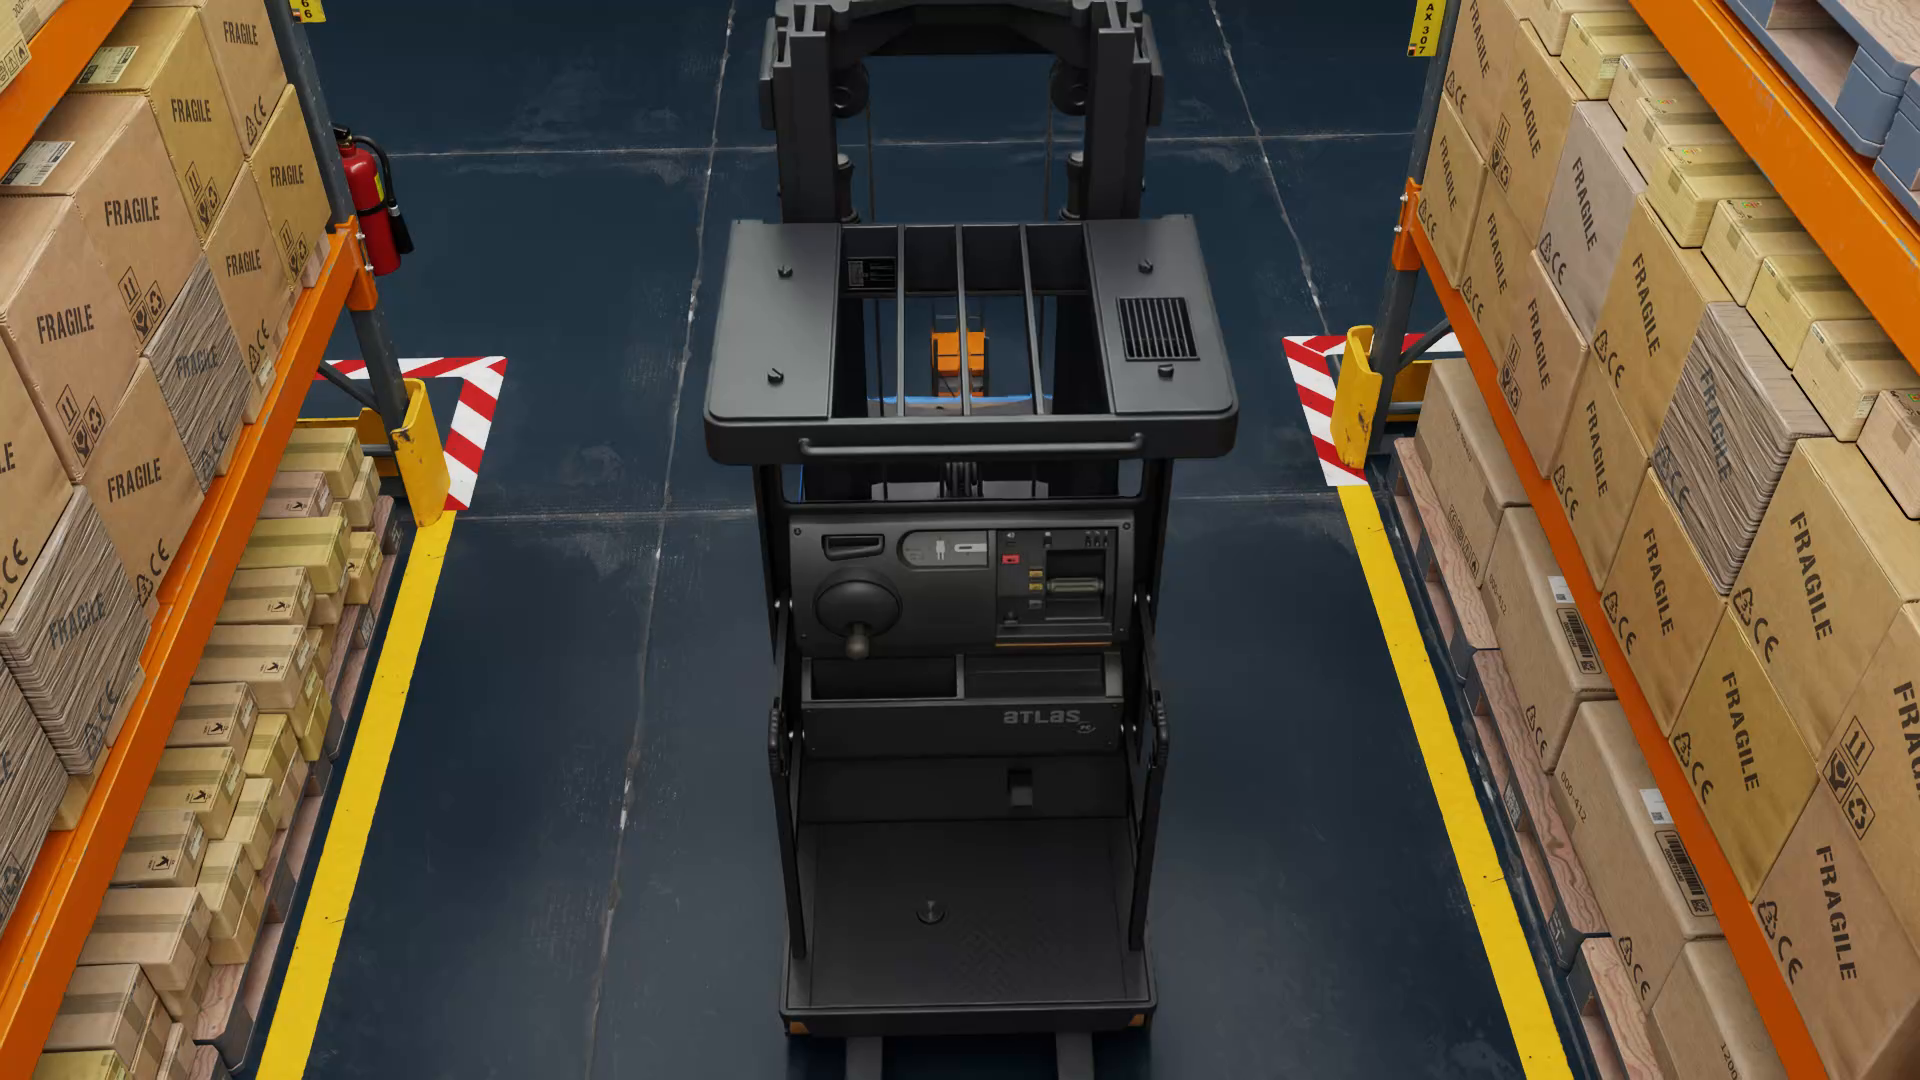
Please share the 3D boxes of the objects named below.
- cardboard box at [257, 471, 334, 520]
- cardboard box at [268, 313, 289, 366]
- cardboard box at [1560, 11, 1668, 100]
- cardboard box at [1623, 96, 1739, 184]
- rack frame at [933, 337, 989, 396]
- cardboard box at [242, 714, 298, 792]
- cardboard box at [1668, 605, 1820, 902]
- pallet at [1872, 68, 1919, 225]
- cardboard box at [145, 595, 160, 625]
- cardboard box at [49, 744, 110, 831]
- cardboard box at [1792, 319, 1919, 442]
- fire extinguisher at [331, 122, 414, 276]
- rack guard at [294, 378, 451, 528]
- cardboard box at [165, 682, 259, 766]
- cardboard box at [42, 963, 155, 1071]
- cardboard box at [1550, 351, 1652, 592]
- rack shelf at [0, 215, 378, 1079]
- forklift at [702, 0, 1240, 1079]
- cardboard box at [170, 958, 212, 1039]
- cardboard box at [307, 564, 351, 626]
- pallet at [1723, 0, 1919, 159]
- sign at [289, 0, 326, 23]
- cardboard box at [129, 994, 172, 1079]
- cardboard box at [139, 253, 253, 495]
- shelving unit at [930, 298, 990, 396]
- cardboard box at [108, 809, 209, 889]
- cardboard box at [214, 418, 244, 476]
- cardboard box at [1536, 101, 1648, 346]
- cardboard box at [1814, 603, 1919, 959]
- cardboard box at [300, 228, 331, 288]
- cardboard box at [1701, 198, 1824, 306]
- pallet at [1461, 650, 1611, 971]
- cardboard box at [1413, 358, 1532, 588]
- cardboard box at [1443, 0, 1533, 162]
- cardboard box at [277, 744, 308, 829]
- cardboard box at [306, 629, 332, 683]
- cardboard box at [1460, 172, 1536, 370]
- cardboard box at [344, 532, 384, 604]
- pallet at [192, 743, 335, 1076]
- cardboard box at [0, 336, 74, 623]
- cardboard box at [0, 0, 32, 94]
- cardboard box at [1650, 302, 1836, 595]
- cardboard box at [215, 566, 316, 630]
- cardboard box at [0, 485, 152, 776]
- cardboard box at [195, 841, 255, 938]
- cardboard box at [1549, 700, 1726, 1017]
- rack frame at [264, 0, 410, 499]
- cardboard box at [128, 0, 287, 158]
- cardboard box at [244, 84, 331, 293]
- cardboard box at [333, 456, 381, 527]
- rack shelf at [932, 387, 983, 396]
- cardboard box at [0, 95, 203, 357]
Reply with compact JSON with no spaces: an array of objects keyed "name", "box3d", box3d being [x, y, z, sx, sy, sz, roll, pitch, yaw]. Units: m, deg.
[{"name":"cardboard box","box3d":[-2.503,-0.113,6.012,0.380,0.149,0.250,-1,43,-1]},{"name":"cardboard box","box3d":[-2.437,-0.669,5.445,0.380,0.149,0.250,-2,43,-2]},{"name":"cardboard box","box3d":[1.956,-1.388,4.750,0.380,0.149,0.250,-3,43,-3]},{"name":"cardboard box","box3d":[1.988,-1.042,4.373,0.380,0.149,0.250,-1,43,-1]},{"name":"rack frame","box3d":[0.003,-0.341,6.345,0.200,1.050,0.008,-2,43,-2]},{"name":"cardboard box","box3d":[-2.373,0.697,5.348,0.380,0.149,0.250,0,43,0]},{"name":"cardboard box","box3d":[2.077,0.489,3.922,0.500,0.500,0.500,-3,43,-3]},{"name":"pallet","box3d":[2.355,-0.447,2.863,1.003,0.211,1.213,-2,43,-2]},{"name":"cardboard box","box3d":[-2.409,0.214,4.483,0.380,0.149,0.250,0,43,0]},{"name":"cardboard box","box3d":[-2.347,0.575,4.089,0.380,0.149,0.250,-1,43,-1]},{"name":"cardboard box","box3d":[2.069,-0.352,3.621,0.380,0.149,0.250,-2,43,-2]},{"name":"fire extinguisher","box3d":[-2.282,-1.328,6.313,0.296,0.674,0.183,-2,43,-2]},{"name":"rack guard","box3d":[-2.729,-0.338,6.749,1.175,0.500,0.348,-2,43,-2]},{"name":"cardboard box","box3d":[-2.450,0.596,5.239,0.380,0.149,0.250,-3,43,-3]},{"name":"cardboard box","box3d":[-2.416,1.295,4.476,0.380,0.149,0.250,-3,43,-3]},{"name":"cardboard box","box3d":[2.034,-0.204,4.678,0.500,0.500,0.500,0,43,0]},{"name":"rack shelf","box3d":[-2.647,0.304,4.731,1.077,0.370,4.000,-2,43,-2]},{"name":"forklift","box3d":[0.014,0.207,4.355,1.130,2.935,3.031,-1,43,-1]},{"name":"cardboard box","box3d":[-2.437,1.334,4.874,0.380,0.149,0.250,-3,43,-4]},{"name":"cardboard box","box3d":[-2.401,0.174,5.919,0.380,0.149,0.250,-3,43,-4]},{"name":"pallet","box3d":[2.306,-1.268,3.759,1.003,0.211,1.213,-2,43,-2]},{"name":"sign","box3d":[-2.177,-1.857,5.465,0.100,0.325,0.005,-2,43,-2]},{"name":"cardboard box","box3d":[-2.413,1.408,4.573,0.380,0.149,0.250,-4,43,-4]},{"name":"cardboard box","box3d":[-2.408,-0.472,4.751,0.500,0.500,0.500,-2,43,-2]},{"name":"shelving unit","box3d":[-0.002,-0.423,6.435,0.215,1.050,0.252,-2,43,-2]},{"name":"cardboard box","box3d":[-2.439,0.939,4.864,0.380,0.149,0.250,-3,43,-4]},{"name":"cardboard box","box3d":[-2.421,-0.318,5.063,0.380,0.149,0.250,-3,43,-4]},{"name":"cardboard box","box3d":[2.004,-0.899,4.697,0.500,0.500,0.500,-2,43,-2]},{"name":"cardboard box","box3d":[2.083,0.463,3.211,0.500,0.500,0.500,-2,43,-2]},{"name":"cardboard box","box3d":[-2.436,-1.006,5.814,0.380,0.149,0.250,-2,43,-2]},{"name":"cardboard box","box3d":[2.032,-0.695,3.994,0.380,0.149,0.250,-2,43,-2]},{"name":"pallet","box3d":[2.370,0.866,5.649,1.003,0.211,1.213,-2,43,-2]},{"name":"cardboard box","box3d":[2.337,-0.289,6.431,0.875,0.438,0.875,-3,43,-3]},{"name":"cardboard box","box3d":[1.945,-1.595,5.456,0.500,0.500,0.500,-3,43,-3]},{"name":"cardboard box","box3d":[-2.375,0.808,5.448,0.380,0.149,0.250,-1,43,-1]},{"name":"cardboard box","box3d":[-2.440,0.452,5.836,0.380,0.149,0.250,-1,43,-1]},{"name":"cardboard box","box3d":[1.992,-0.885,5.422,0.500,0.500,0.500,-2,43,-2]},{"name":"cardboard box","box3d":[-2.389,0.105,6.214,0.380,0.149,0.250,0,43,0]},{"name":"pallet","box3d":[-2.681,1.139,5.351,1.003,0.211,1.213,-2,43,-2]},{"name":"cardboard box","box3d":[-2.366,-0.128,3.636,0.500,0.500,0.500,-1,43,-1]},{"name":"cardboard box","box3d":[-2.369,-1.024,3.539,0.500,0.250,0.500,0,43,0]},{"name":"cardboard box","box3d":[2.039,-0.223,3.960,0.500,0.500,0.500,-1,43,-1]},{"name":"cardboard box","box3d":[-2.417,0.235,5.633,0.380,0.149,0.250,-3,43,-4]},{"name":"cardboard box","box3d":[-2.345,0.226,3.989,0.500,0.500,0.500,-2,43,-3]},{"name":"cardboard box","box3d":[-2.349,1.049,4.964,0.380,0.149,0.250,-2,43,-2]},{"name":"cardboard box","box3d":[2.421,0.937,5.093,0.875,0.438,0.875,-3,43,-3]},{"name":"rack frame","box3d":[-2.732,-1.311,5.960,1.000,3.000,0.127,-2,43,-2]},{"name":"cardboard box","box3d":[-2.464,-1.524,5.159,0.500,0.500,0.500,-2,43,-3]},{"name":"cardboard box","box3d":[-2.456,-1.162,5.503,0.500,0.500,0.500,-1,43,-1]},{"name":"cardboard box","box3d":[-2.424,-0.176,6.302,0.380,0.149,0.250,-3,43,-3]},{"name":"rack shelf","box3d":[-0.002,-0.415,6.442,0.215,0.259,0.240,-2,43,-2]},{"name":"cardboard box","box3d":[-2.411,-0.832,4.403,0.500,0.500,0.500,0,43,0]}]
